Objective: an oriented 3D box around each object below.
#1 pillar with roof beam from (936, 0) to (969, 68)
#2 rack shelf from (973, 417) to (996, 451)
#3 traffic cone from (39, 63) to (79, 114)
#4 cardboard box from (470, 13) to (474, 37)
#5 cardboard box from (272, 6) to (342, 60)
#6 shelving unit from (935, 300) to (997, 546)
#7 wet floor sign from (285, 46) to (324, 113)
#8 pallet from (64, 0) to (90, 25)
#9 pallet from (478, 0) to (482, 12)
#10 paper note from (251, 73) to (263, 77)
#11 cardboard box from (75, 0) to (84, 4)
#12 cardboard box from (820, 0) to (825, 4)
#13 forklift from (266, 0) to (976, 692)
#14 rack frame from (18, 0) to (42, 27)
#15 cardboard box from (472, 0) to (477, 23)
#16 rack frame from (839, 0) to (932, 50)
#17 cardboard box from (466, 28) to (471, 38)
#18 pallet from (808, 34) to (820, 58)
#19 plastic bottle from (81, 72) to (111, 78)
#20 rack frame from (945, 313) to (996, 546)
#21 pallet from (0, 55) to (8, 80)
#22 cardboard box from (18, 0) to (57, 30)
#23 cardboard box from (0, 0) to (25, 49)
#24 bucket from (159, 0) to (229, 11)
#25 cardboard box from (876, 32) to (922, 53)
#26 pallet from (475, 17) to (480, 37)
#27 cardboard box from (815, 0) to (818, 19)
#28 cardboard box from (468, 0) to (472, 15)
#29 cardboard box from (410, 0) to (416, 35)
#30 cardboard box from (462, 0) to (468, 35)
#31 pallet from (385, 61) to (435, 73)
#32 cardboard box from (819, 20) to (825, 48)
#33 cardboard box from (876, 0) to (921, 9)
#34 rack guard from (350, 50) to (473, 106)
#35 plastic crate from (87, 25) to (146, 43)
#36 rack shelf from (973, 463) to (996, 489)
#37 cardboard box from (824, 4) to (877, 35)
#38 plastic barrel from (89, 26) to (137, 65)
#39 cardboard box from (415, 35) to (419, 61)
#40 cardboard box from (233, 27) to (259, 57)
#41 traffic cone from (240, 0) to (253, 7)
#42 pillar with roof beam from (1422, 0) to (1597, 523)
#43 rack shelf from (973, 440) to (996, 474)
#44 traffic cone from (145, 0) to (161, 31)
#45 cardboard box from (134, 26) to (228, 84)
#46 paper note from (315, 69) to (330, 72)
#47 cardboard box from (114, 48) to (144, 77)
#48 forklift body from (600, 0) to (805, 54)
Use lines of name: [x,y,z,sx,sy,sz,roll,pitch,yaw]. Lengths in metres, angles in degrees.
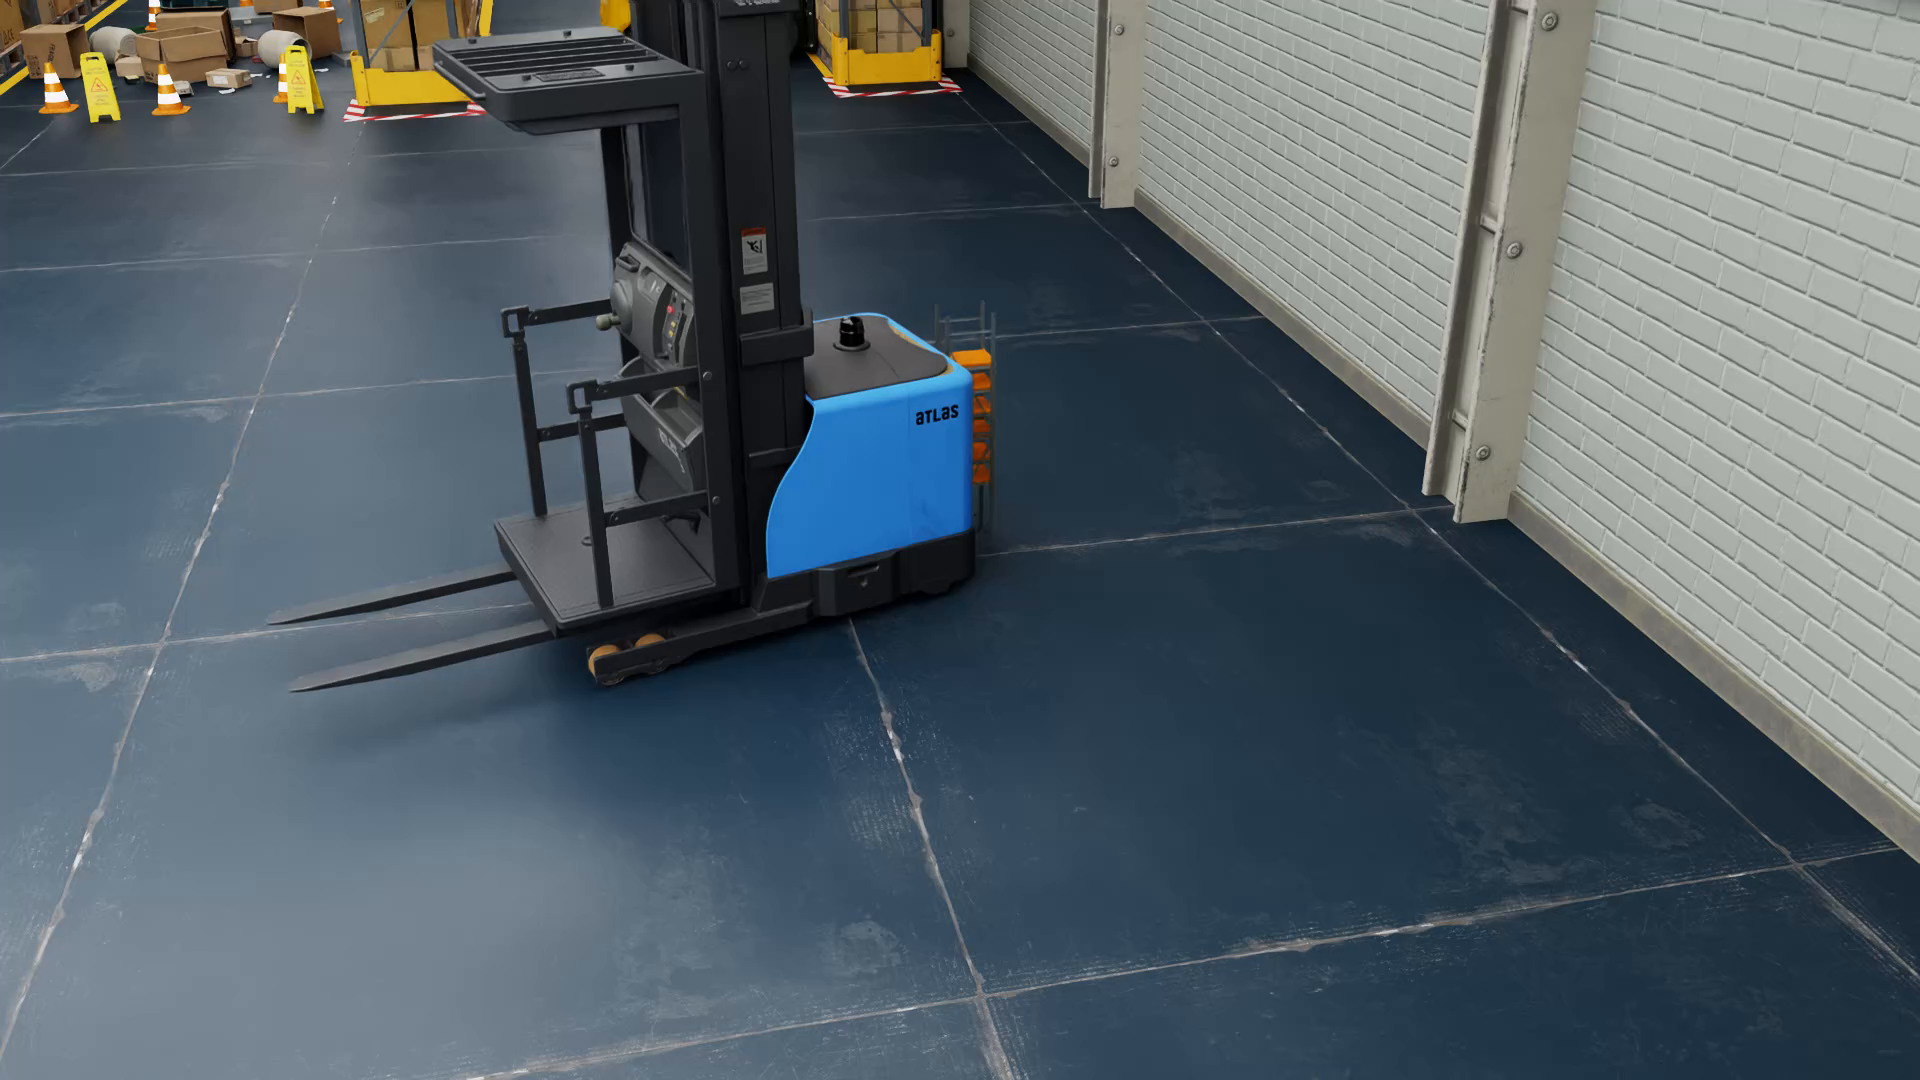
pillar with roof beam: [-4.274,-9.035,16.163,9.100,9.000,0.400,-6,27,-12]
rack shelf: [0.025,-0.497,8.002,0.258,0.103,0.180,-7,28,-14]
traffic cone: [-9.173,-4.589,16.827,0.336,0.463,0.334,-6,27,-12]
cardboard box: [-5.903,-5.918,19.231,0.500,0.250,0.500,-6,27,-11]
cardboard box: [-7.622,-5.923,19.428,0.500,0.500,0.500,13,30,24]
shelving unit: [0.025,-0.537,7.982,0.258,1.200,0.189,-7,28,-14]
wet floor sign: [-6.636,-4.648,16.742,0.267,0.644,0.232,3,27,6]
pallet: [-11.864,-6.723,21.335,1.003,0.211,1.213,-6,27,-12]
pallet: [-6.993,-7.280,22.439,1.003,0.211,1.213,-6,27,-12]
paper note: [-7.834,-5.161,18.454,0.148,0.019,0.142,3,27,6]
cardboard box: [-11.989,-7.379,21.571,1.050,0.750,0.750,-6,27,-11]
cardboard box: [-1.330,-6.197,18.674,0.500,0.250,0.500,-5,27,-11]
forklift: [-1.472,-0.967,6.913,3.031,2.935,1.130,-14,30,-25]
rack frame: [-11.338,-7.100,18.987,1.000,3.000,0.127,-6,27,-12]
cardboard box: [-6.143,-6.374,20.136,0.500,0.250,0.500,-5,27,-9]
rack frame: [-0.801,-6.396,17.594,1.000,3.000,0.127,-6,27,-12]
cardboard box: [-5.657,-5.458,18.320,0.500,0.250,0.500,-5,27,-10]
pallet: [-1.286,-6.018,19.938,1.003,0.211,1.213,-6,27,-12]
plastic bottle: [-9.546,-5.142,18.370,0.283,0.061,0.133,-16,31,-29]
rack frame: [0.049,-0.497,7.903,0.240,1.200,0.006,-7,28,-14]
pallet: [-10.964,-4.976,17.875,1.003,0.211,1.213,-6,27,-12]
cardboard box: [-11.565,-6.546,19.921,1.050,0.750,0.750,-6,27,-12]
cardboard box: [-11.264,-6.055,18.810,0.875,0.875,0.875,-6,27,-11]
bucket: [-9.061,-6.491,19.728,0.726,0.611,0.620,3,17,6]
cardboard box: [-0.722,-5.592,18.585,0.500,0.250,0.500,-6,27,-11]
pallet: [-6.352,-6.111,20.122,1.003,0.211,1.213,-6,27,-12]
cardboard box: [-1.455,-6.207,19.250,0.500,0.250,0.500,-7,28,-13]
cardboard box: [-5.911,-6.262,19.081,0.500,0.500,0.500,-5,27,-9]
cardboard box: [-6.192,-5.739,18.045,0.500,0.500,0.500,-5,27,-10]
cardboard box: [-5.677,-5.807,18.180,0.500,0.500,0.500,-7,28,-14]
pallet: [-5.802,-5.039,18.000,1.003,0.211,1.213,-6,27,-12]
cardboard box: [-1.318,-5.750,18.898,0.500,0.250,0.500,-6,27,-12]
cardboard box: [-0.725,-6.033,18.350,0.500,0.250,0.500,-6,27,-12]
rack guard: [-5.654,-4.808,17.221,1.175,0.500,0.348,-6,27,-12]
plastic crate: [-10.022,-5.927,19.720,0.450,0.188,0.662,-2,25,20]
rack shelf: [0.025,-0.283,8.110,0.258,0.103,0.180,-7,28,-14]
cardboard box: [-1.216,-5.761,18.367,0.500,0.250,0.500,-6,27,-12]
plastic barrel: [-9.588,-5.607,18.890,0.512,0.421,0.421,13,30,24]
cardboard box: [-6.190,-5.406,18.218,0.500,0.250,0.500,-6,27,-11]
cardboard box: [-8.445,-5.851,19.547,0.396,0.266,0.258,19,32,32]
traffic cone: [-9.221,-6.942,21.490,0.336,0.463,0.334,-6,27,-12]
pillar with roof beam: [-1.570,-3.767,5.726,9.100,9.000,0.400,-6,27,-12]
rack shelf: [0.025,-0.390,8.056,0.258,0.103,0.180,-7,28,-14]
traffic cone: [-10.169,-6.709,21.029,0.336,0.463,0.334,-6,27,-12]
cardboard box: [-8.499,-5.290,18.173,0.637,0.503,0.797,19,32,32]
paper note: [-7.173,-5.289,18.694,0.142,0.019,0.148,-16,31,-29]
cardboard box: [-9.156,-5.312,18.479,0.396,0.266,0.258,-1,27,-3]
forklift body: [-3.006,-6.665,19.067,2.313,2.155,1.214,-6,27,-12]
